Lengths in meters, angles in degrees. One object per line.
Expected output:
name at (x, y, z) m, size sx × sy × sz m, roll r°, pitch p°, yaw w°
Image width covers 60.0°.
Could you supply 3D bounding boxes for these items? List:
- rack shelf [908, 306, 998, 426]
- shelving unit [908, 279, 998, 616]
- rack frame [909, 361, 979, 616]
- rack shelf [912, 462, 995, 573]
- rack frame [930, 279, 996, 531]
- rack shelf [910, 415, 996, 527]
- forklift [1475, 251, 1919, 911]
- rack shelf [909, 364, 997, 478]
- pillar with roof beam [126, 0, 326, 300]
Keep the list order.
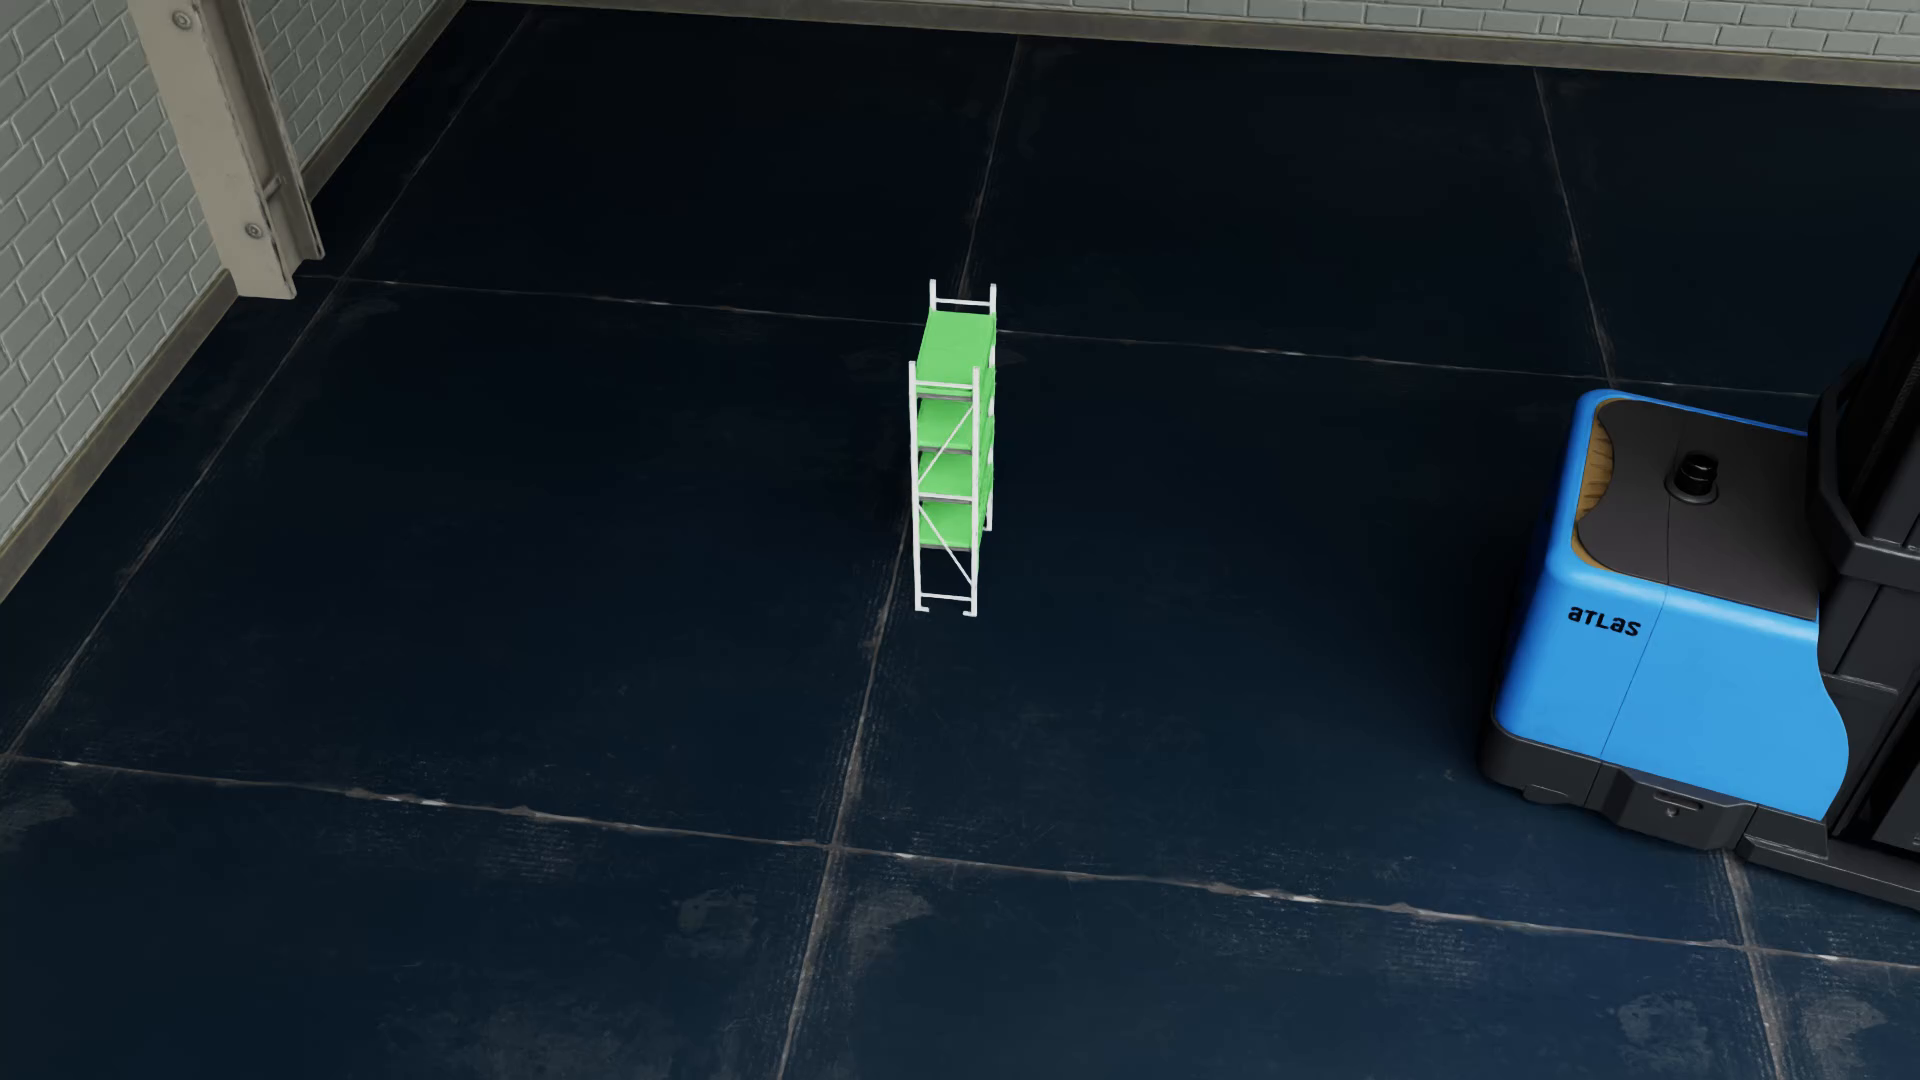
rack shelf at (-0.022, -0.625, 5.932) m, size 0.258 × 0.148 × 0.480 m, roll 5°, pitch 44°, yaw 6°
shelving unit at (-0.022, -0.323, 6.218) m, size 0.258 × 1.200 × 0.503 m, roll 5°, pitch 44°, yaw 6°
rack frame at (-0.054, -0.157, 6.043) m, size 0.240 × 1.200 × 0.015 m, roll 5°, pitch 44°, yaw 6°
rack shelf at (-0.022, -0.102, 6.427) m, size 0.258 × 0.148 × 0.480 m, roll 5°, pitch 44°, yaw 6°
rack frame at (0.010, -0.489, 6.394) m, size 0.240 × 1.200 × 0.015 m, roll 5°, pitch 44°, yaw 6°
rack shelf at (-0.022, -0.276, 6.262) m, size 0.258 × 0.148 × 0.480 m, roll 5°, pitch 44°, yaw 6°
forklift at (3.377, -0.148, 4.774) m, size 3.031 × 2.935 × 1.130 m, roll 15°, pitch 46°, yaw 15°
rack shelf at (-0.022, -0.451, 6.097) m, size 0.258 × 0.148 × 0.480 m, roll 5°, pitch 44°, yaw 6°
pillar with roof beam at (0.944, -4.177, 4.616) m, size 9.100 × 9.000 × 0.400 m, roll 5°, pitch 44°, yaw 6°
